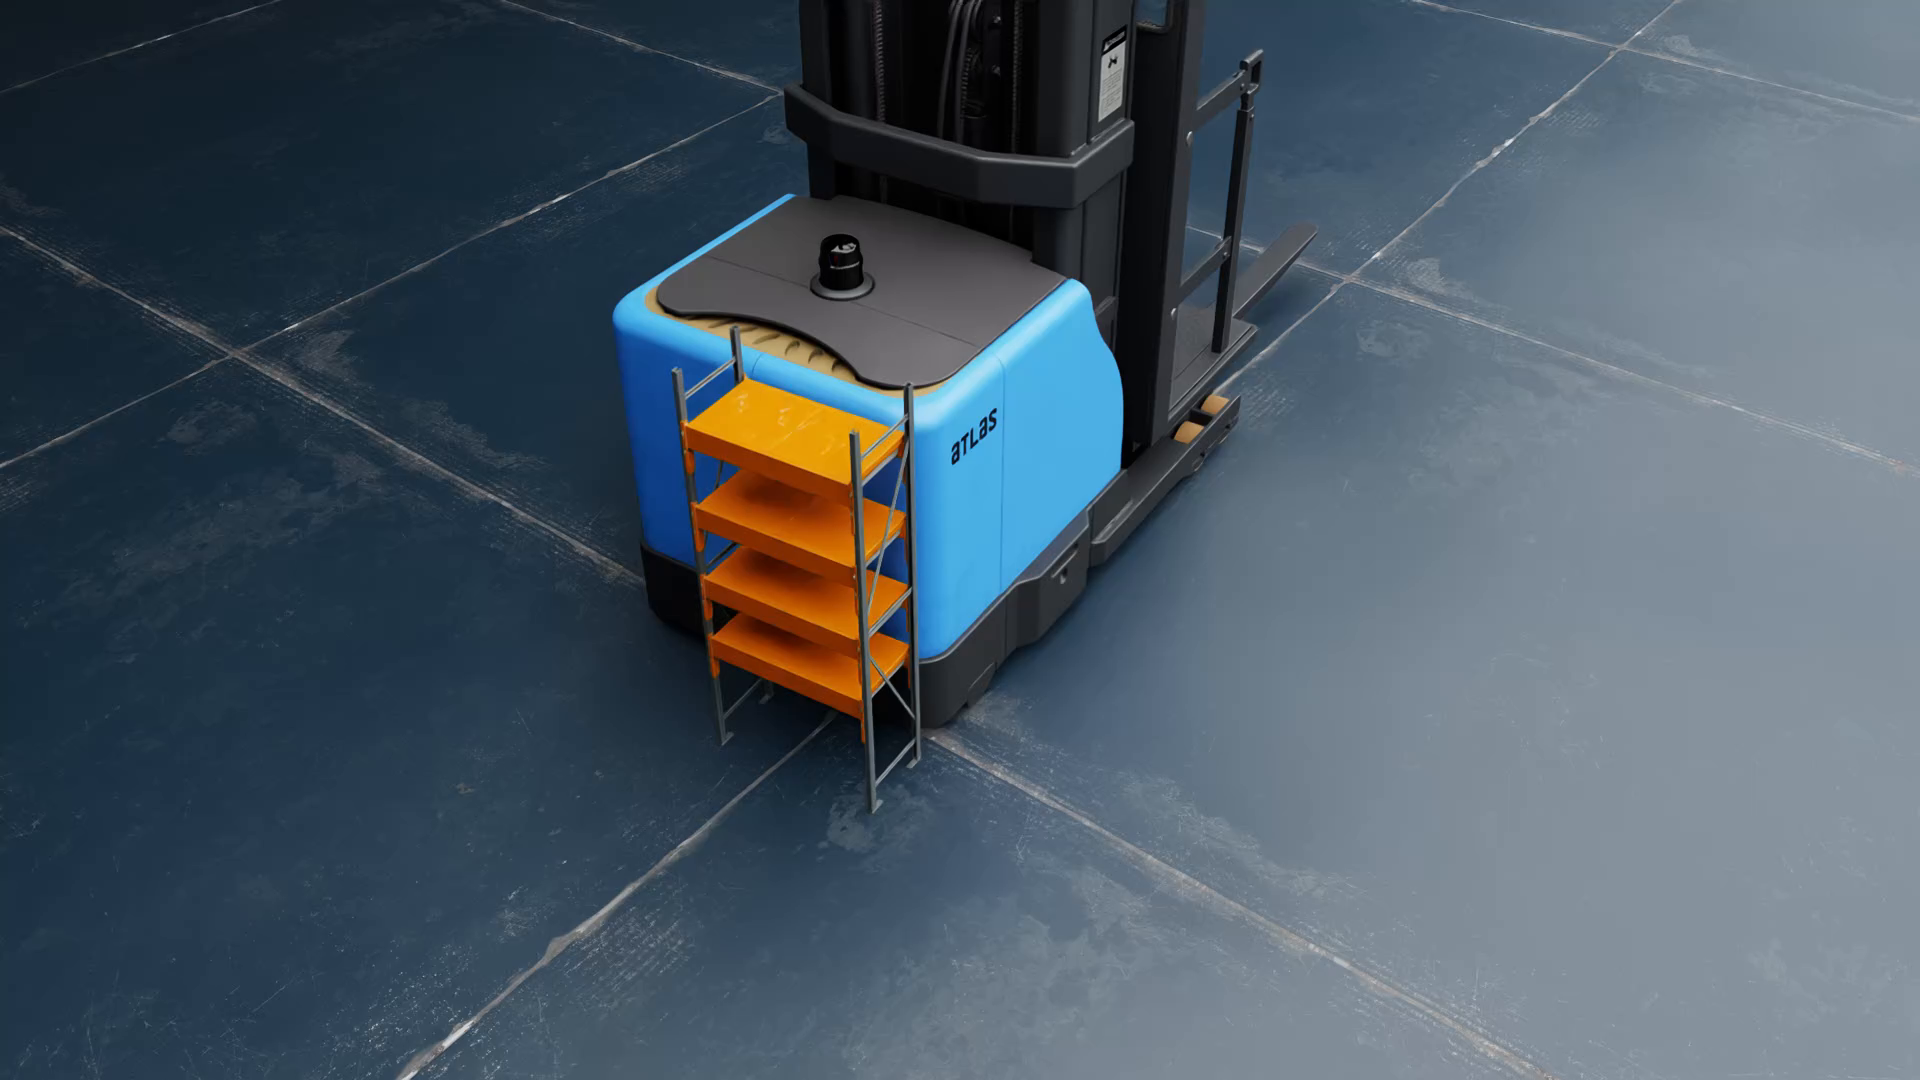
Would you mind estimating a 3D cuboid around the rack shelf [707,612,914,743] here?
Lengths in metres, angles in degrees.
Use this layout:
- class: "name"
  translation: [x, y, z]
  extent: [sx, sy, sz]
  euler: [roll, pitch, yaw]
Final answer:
- class: "rack shelf"
  translation: [-0.383, 0.311, 4.310]
  extent: [0.480, 0.148, 0.258]
  euler: [20, 42, 24]

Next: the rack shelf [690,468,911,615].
- class: "rack shelf"
  translation: [-0.383, -0.021, 4.050]
  extent: [0.480, 0.148, 0.258]
  euler: [20, 42, 24]

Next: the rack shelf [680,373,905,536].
- class: "rack shelf"
  translation: [-0.383, -0.207, 3.904]
  extent: [0.480, 0.148, 0.258]
  euler: [20, 42, 24]

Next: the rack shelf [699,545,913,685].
- class: "rack shelf"
  translation: [-0.383, 0.155, 4.188]
  extent: [0.480, 0.148, 0.258]
  euler: [20, 42, 24]

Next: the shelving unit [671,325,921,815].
- class: "shelving unit"
  translation: [-0.383, 0.102, 4.146]
  extent: [0.503, 1.200, 0.258]
  euler: [20, 42, 24]

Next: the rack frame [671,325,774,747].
- class: "rack frame"
  translation: [-0.592, 0.025, 4.245]
  extent: [0.015, 1.200, 0.240]
  euler: [20, 42, 24]

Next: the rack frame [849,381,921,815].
- class: "rack frame"
  translation: [-0.173, 0.179, 4.048]
  extent: [0.015, 1.200, 0.240]
  euler: [20, 42, 24]

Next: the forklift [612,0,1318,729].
- class: "forklift"
  translation: [0.295, -1.523, 4.818]
  extent: [1.130, 2.935, 3.031]
  euler: [21, 43, 25]
